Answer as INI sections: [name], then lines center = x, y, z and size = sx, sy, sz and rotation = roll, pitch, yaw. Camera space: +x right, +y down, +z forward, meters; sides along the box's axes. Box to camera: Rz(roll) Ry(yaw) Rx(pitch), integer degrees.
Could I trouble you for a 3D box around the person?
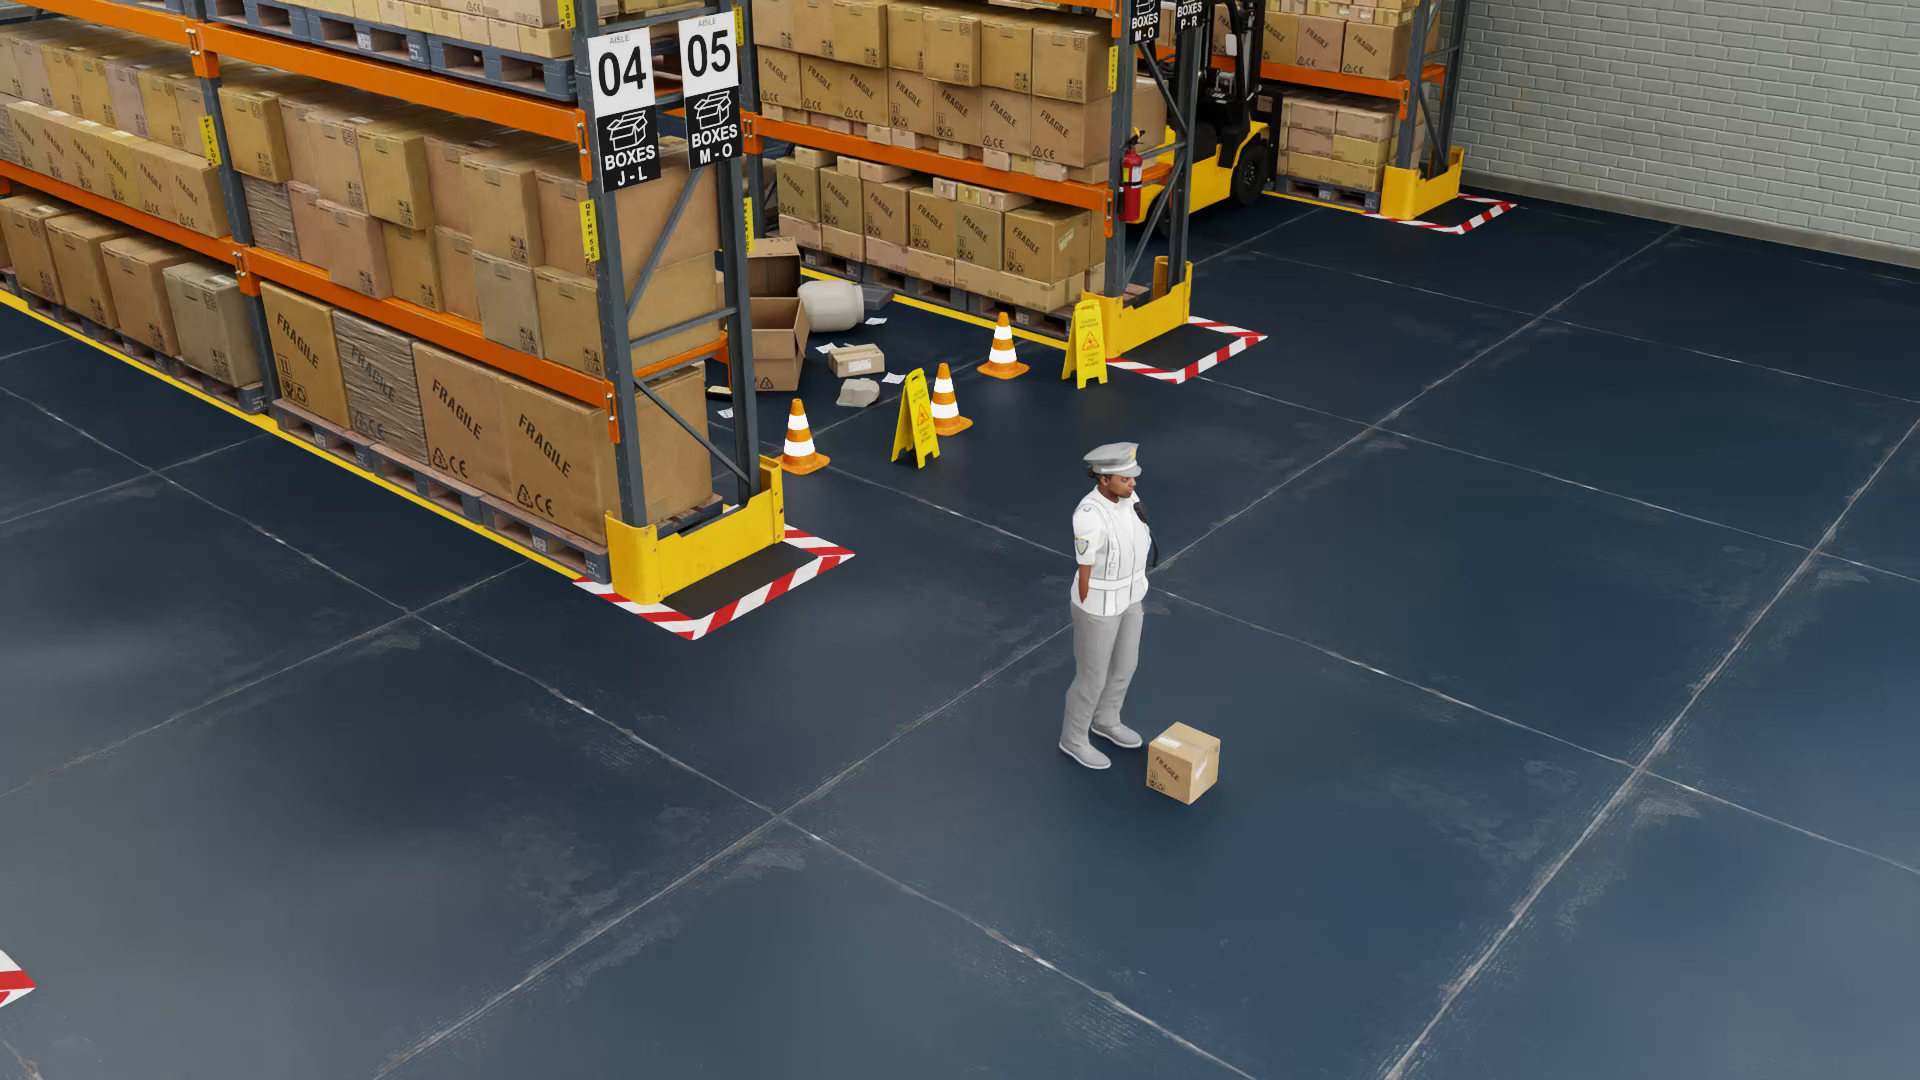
[person]
center = 0.729, 0.308, 8.024
size = 0.340, 1.688, 0.436
rotation = 22, 35, 36
